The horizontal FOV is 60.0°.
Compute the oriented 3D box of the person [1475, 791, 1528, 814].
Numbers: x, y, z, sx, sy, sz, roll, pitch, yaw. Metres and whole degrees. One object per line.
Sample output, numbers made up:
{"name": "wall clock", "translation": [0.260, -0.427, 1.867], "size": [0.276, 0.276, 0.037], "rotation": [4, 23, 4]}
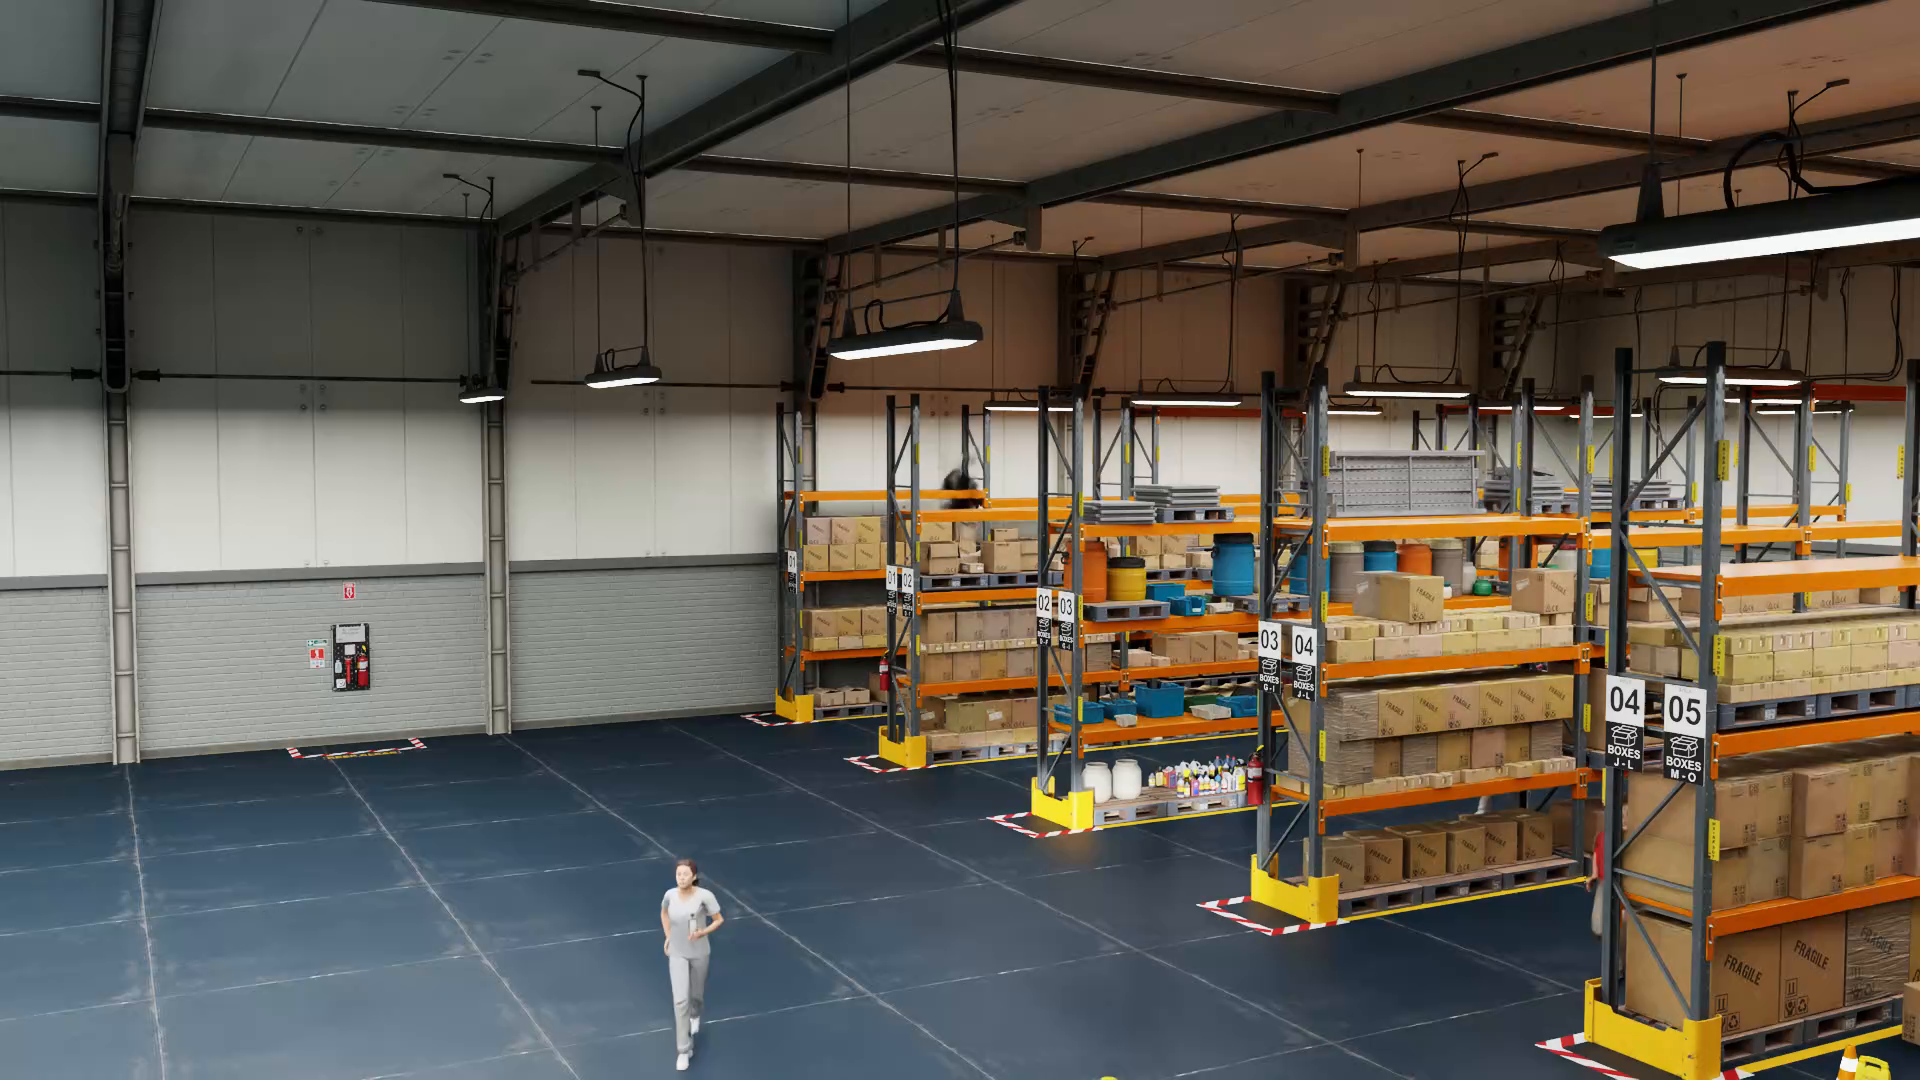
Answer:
{"name": "person", "translation": [7.476, 2.965, 23.061], "size": [1.020, 1.754, 0.715], "rotation": [-2, 4, -35]}

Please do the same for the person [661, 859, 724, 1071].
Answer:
{"name": "person", "translation": [-2.281, 3.530, 14.119], "size": [0.558, 1.680, 0.891], "rotation": [0, 3, -1]}

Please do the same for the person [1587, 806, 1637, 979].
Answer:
{"name": "person", "translation": [6.404, 3.410, 16.116], "size": [0.619, 1.678, 0.679], "rotation": [-3, 4, -39]}
